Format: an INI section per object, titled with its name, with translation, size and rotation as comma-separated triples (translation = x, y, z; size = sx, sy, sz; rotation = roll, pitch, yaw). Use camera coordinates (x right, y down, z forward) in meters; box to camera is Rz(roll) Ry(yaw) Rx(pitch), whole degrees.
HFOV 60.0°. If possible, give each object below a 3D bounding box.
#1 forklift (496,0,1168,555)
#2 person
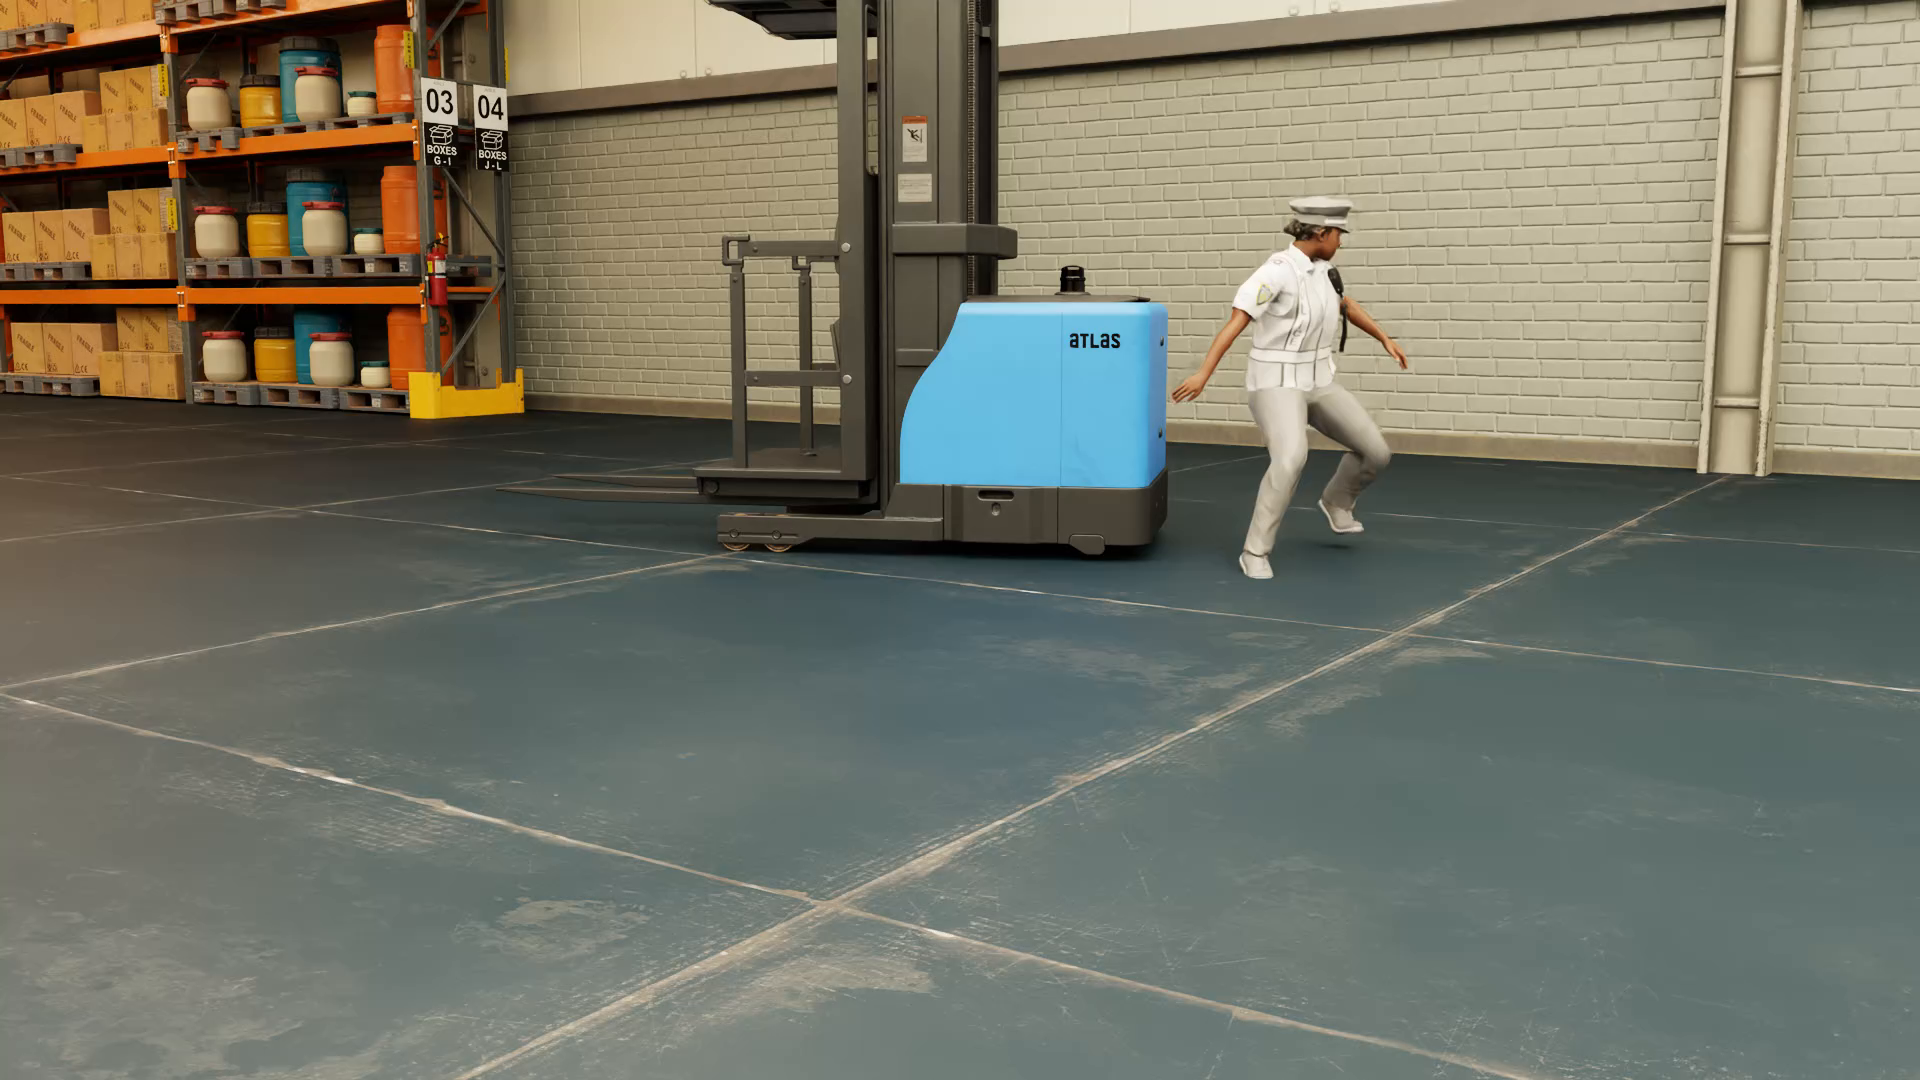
[forklift]
translation = -0.596, -1.469, 7.520
size = 3.031, 2.935, 1.130
rotation = 2, 8, 12
[person]
translation = 1.376, -0.611, 6.813
size = 1.110, 1.563, 0.480
rotation = -6, 10, -38
